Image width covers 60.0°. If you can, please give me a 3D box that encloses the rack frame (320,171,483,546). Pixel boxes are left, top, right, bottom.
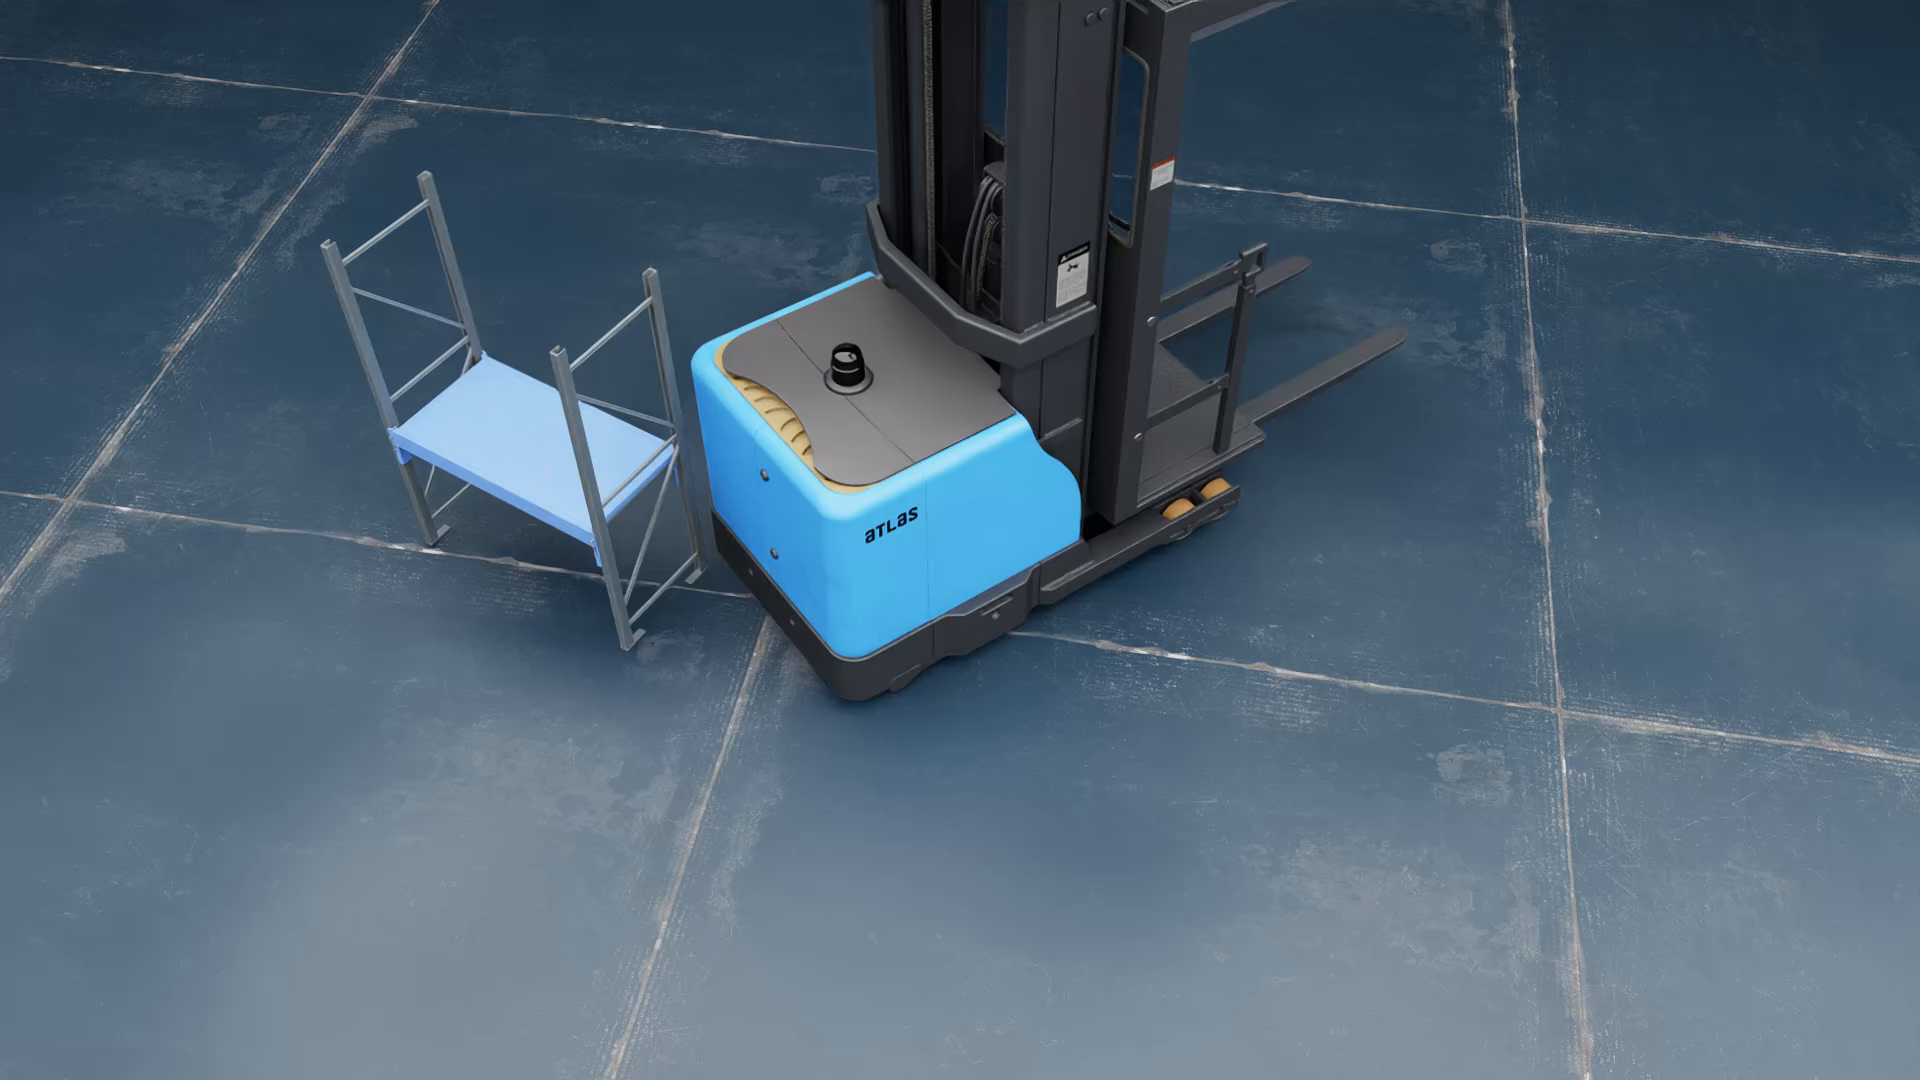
[{"bbox_3d":[-2.009,-0.641,6.290,0.032,1.500,0.500,25,53,21],"label":"rack frame"}]

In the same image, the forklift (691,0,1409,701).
[{"bbox_3d":[0.526,-1.278,5.900,3.031,2.935,1.130,-28,54,-23],"label":"forklift"}]

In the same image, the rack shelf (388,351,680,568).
[{"bbox_3d":[-1.579,-0.320,6.243,1.000,0.185,0.538,25,53,21],"label":"rack shelf"}]

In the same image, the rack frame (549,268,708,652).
[{"bbox_3d":[-1.148,-0.240,5.929,0.032,1.500,0.500,25,53,21],"label":"rack frame"}]

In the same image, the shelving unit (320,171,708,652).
[{"bbox_3d":[-1.579,-0.440,6.109,1.048,1.500,0.538,25,53,21],"label":"shelving unit"}]
